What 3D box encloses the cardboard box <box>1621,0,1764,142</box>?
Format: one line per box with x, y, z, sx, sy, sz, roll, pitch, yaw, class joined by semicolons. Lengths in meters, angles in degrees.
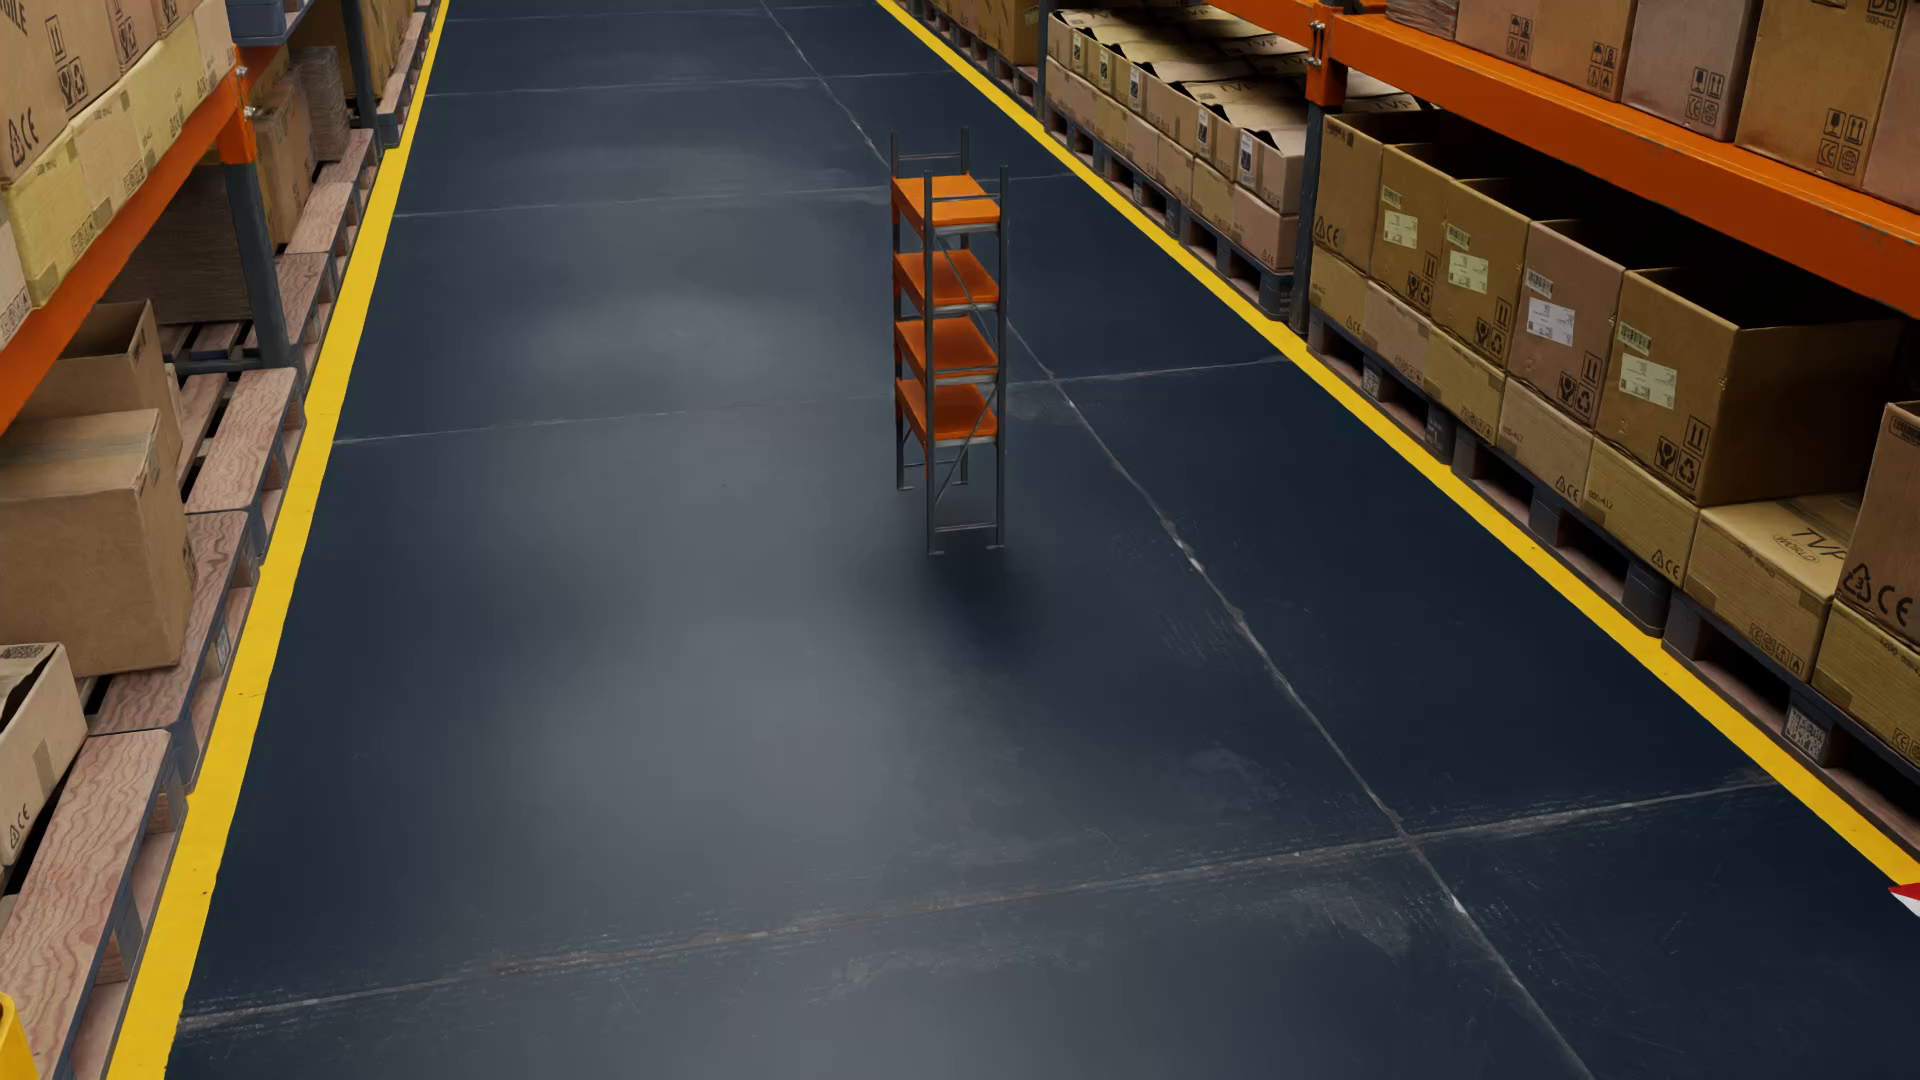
2.344;-1.436;4.654;0.700;0.500;0.500;-5;27;-10;cardboard box

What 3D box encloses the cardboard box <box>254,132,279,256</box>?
-3.286;-1.380;6.942;0.700;0.500;0.500;-6;27;-13;cardboard box

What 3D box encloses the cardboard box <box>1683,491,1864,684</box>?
2.255;0.111;4.287;0.500;0.250;0.500;-6;27;-12;cardboard box

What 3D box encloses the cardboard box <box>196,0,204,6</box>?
-2.531;-1.857;4.913;0.500;0.500;0.500;-6;27;-12;cardboard box

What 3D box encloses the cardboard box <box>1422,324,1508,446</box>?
1.911;-0.547;5.590;0.500;0.250;0.500;-6;27;-12;cardboard box

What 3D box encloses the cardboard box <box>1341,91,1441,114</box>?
1.928;-1.899;7.646;0.500;0.311;0.500;-6;27;-12;cardboard box

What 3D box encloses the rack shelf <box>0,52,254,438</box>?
-2.488;-0.558;3.824;1.077;0.370;4.000;-6;27;-12;rack shelf

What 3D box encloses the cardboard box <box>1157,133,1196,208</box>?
1.283;-1.821;8.114;0.500;0.250;0.500;-5;27;-10;cardboard box

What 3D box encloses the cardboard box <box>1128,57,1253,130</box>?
1.173;-2.288;8.418;0.500;0.311;0.500;-6;27;-12;cardboard box

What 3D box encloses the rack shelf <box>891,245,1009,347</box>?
-0.037;-0.748;5.053;0.258;0.148;0.480;-6;27;-12;rack shelf

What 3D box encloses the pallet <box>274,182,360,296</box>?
-3.394;-1.390;7.770;1.003;0.211;1.213;-6;27;-12;pallet

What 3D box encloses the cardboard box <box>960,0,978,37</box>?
0.305;-3.942;12.016;0.500;0.500;0.500;-7;28;-14;cardboard box

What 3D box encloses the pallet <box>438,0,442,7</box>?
-5.115;-4.902;14.728;1.003;0.211;1.213;-6;27;-12;pallet

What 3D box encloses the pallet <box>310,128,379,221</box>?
-3.666;-1.925;8.829;1.003;0.211;1.213;-6;27;-12;pallet

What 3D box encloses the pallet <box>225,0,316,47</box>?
-2.969;-2.021;6.139;1.003;0.211;1.213;-6;27;-12;pallet

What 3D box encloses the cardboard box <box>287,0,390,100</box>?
-3.878;-3.077;9.936;0.750;0.750;0.750;-6;27;-12;cardboard box

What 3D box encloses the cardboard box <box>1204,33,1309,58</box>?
1.578;-2.573;8.983;0.500;0.311;0.500;-6;27;-12;cardboard box

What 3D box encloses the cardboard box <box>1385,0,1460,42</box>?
1.993;-2.112;5.994;0.700;0.500;0.500;-7;28;-13;cardboard box

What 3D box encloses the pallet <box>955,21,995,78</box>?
0.582;-3.639;12.225;1.003;0.211;1.213;-6;27;-12;pallet

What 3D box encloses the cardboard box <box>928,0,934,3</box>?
-0.045;-4.617;13.354;0.500;0.500;0.500;-7;28;-14;cardboard box

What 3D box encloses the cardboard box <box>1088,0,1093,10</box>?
1.038;-3.556;11.252;0.500;0.500;0.500;-7;28;-13;cardboard box

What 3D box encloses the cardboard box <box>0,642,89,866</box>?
-2.234;0.440;3.545;0.500;0.311;0.500;-4;27;-7;cardboard box

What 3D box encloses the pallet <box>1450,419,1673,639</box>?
2.303;-0.127;5.266;1.003;0.211;1.213;-6;27;-12;pallet

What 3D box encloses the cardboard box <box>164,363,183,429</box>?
-2.789;-0.456;5.482;0.380;0.166;0.250;-10;28;-18;cardboard box

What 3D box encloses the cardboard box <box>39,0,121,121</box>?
-2.192;-1.188;3.588;0.500;0.500;0.500;-5;27;-10;cardboard box

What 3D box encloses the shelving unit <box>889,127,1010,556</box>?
-0.037;-0.608;5.124;0.258;1.200;0.503;-6;27;-12;shelving unit

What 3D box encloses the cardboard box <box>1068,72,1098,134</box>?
0.931;-2.497;9.454;0.500;0.250;0.500;-7;28;-13;cardboard box

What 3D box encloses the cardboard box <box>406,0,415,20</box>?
-4.469;-4.224;12.210;0.750;0.750;0.750;-6;27;-11;cardboard box

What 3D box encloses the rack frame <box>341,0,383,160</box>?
-3.840;-3.513;8.881;1.000;3.000;0.127;-6;27;-12;rack frame

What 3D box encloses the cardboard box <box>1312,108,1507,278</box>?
1.686;-1.321;6.291;0.500;0.500;0.500;-6;27;-12;cardboard box

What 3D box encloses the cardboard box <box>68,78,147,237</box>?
-2.190;-0.862;3.773;0.500;0.250;0.500;-6;27;-11;cardboard box

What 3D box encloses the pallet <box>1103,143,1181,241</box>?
1.404;-1.873;8.726;1.003;0.211;1.213;-6;27;-12;pallet

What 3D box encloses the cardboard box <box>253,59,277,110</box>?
-3.439;-2.135;7.605;0.500;0.250;0.500;-6;27;-12;cardboard box

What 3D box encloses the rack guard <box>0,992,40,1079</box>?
-2.054;1.082;2.552;1.175;0.500;0.348;-6;27;-12;rack guard

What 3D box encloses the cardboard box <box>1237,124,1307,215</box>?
1.516;-1.620;7.095;0.500;0.311;0.500;-6;27;-12;cardboard box

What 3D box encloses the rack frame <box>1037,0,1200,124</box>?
0.985;-4.017;9.880;1.000;3.000;0.127;-6;27;-12;rack frame

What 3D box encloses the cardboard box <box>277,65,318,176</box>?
-3.624;-2.044;8.258;0.700;0.500;0.500;-6;27;-12;cardboard box

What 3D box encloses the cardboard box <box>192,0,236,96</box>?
-2.537;-1.522;5.080;0.500;0.250;0.500;-6;27;-11;cardboard box

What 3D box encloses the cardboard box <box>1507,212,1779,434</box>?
2.026;-0.662;4.987;0.500;0.500;0.500;-6;27;-12;cardboard box

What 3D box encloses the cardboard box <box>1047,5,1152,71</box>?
0.817;-2.968;9.764;0.500;0.311;0.500;-5;27;-10;cardboard box

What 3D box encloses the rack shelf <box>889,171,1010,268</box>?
-0.037;-0.959;4.947;0.258;0.148;0.480;-6;27;-12;rack shelf
